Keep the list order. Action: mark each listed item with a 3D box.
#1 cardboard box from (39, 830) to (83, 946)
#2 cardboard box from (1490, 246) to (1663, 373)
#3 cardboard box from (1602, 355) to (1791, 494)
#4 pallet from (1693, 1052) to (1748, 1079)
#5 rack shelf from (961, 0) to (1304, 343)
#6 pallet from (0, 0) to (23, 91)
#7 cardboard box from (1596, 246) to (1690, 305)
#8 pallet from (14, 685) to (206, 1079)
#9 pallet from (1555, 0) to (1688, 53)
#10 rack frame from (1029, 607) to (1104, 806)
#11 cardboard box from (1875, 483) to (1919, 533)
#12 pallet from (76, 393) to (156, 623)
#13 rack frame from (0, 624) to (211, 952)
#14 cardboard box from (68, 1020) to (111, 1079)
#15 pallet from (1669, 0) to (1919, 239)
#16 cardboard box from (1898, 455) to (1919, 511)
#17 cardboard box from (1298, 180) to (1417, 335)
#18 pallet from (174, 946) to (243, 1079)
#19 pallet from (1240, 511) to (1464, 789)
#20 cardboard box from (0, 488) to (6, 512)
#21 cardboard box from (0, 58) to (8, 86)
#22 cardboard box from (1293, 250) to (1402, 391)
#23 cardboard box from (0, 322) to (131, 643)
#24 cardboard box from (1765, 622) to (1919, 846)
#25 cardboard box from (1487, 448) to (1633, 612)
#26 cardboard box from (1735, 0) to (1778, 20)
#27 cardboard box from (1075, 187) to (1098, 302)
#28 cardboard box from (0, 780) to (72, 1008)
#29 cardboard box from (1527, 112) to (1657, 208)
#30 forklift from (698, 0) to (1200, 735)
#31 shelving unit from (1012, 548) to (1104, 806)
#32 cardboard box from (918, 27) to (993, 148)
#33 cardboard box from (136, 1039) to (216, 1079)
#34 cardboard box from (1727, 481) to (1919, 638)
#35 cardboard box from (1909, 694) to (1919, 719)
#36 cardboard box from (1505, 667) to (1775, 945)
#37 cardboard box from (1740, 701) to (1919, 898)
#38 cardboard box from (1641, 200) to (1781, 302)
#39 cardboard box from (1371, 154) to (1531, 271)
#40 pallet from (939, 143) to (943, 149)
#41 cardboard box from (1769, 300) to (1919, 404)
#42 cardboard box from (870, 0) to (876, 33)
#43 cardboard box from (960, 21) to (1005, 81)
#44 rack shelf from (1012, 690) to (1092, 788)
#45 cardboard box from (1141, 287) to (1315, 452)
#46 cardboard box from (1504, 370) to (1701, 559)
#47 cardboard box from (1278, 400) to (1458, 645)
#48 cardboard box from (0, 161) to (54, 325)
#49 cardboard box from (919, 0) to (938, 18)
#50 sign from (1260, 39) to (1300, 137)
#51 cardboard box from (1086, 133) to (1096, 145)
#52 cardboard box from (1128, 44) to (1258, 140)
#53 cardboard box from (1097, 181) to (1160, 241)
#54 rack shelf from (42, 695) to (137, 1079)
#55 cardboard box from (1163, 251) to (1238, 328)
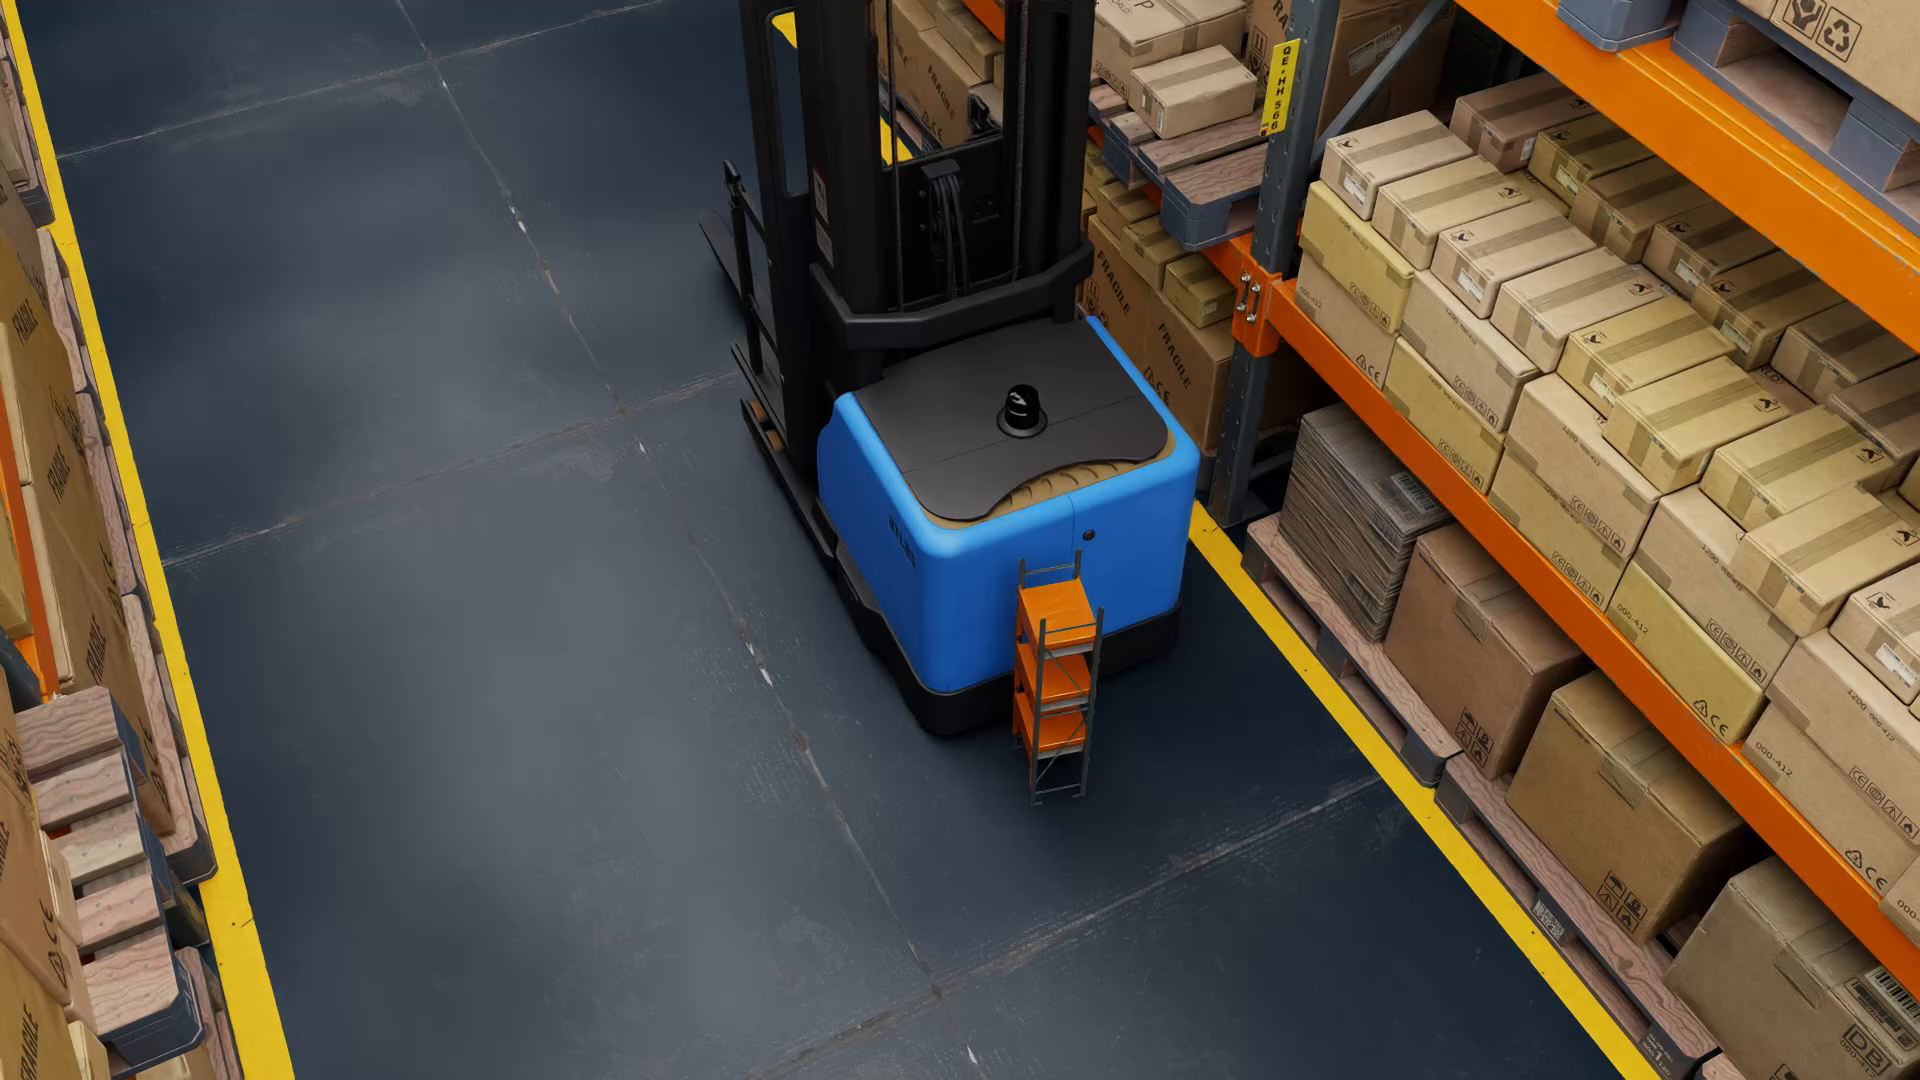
[{"bbox_3d":[-2.239,0.865,3.781,0.380,0.149,0.250,-22,52,-18],"label":"cardboard box"},{"bbox_3d":[1.750,-0.658,4.728,0.380,0.149,0.250,-21,52,-17],"label":"cardboard box"},{"bbox_3d":[1.956,-0.309,4.423,0.380,0.149,0.250,-20,52,-17],"label":"cardboard box"},{"bbox_3d":[2.930,1.878,4.860,1.003,0.211,1.213,-21,52,-18],"label":"pallet"},{"bbox_3d":[0.556,-2.340,7.174,1.077,0.370,4.000,-21,52,-18],"label":"rack shelf"},{"bbox_3d":[-5.611,-2.638,8.810,1.003,0.211,1.213,-21,52,-18],"label":"pallet"},{"bbox_3d":[2.160,-0.807,5.123,0.500,0.250,0.500,-21,52,-17],"label":"cardboard box"},{"bbox_3d":[-2.519,0.978,3.922,1.213,0.211,1.003,-21,52,-18],"label":"pallet"},{"bbox_3d":[1.862,-1.740,4.304,1.213,0.211,1.003,-19,51,-16],"label":"pallet"},{"bbox_3d":[0.341,0.568,5.448,0.200,1.050,0.008,-10,50,-9],"label":"rack frame"},{"bbox_3d":[2.610,-0.131,4.532,0.500,0.250,0.500,-22,52,-18],"label":"cardboard box"},{"bbox_3d":[-3.788,0.023,6.482,1.003,0.211,1.213,-21,52,-18],"label":"pallet"},{"bbox_3d":[-2.940,0.474,4.235,1.000,3.000,0.127,-21,52,-18],"label":"rack frame"},{"bbox_3d":[-1.992,1.215,3.475,0.380,0.149,0.250,-20,52,-17],"label":"cardboard box"},{"bbox_3d":[2.376,-0.992,3.650,1.003,0.211,1.213,-19,51,-16],"label":"pallet"},{"bbox_3d":[2.676,-0.153,4.286,0.380,0.149,0.250,-21,52,-17],"label":"cardboard box"},{"bbox_3d":[1.435,-0.963,5.260,0.500,0.250,0.500,-21,52,-18],"label":"cardboard box"},{"bbox_3d":[-2.584,1.916,4.827,1.003,0.211,1.213,-21,52,-18],"label":"pallet"},{"bbox_3d":[1.814,0.245,6.288,1.003,0.211,1.213,-21,52,-18],"label":"pallet"},{"bbox_3d":[-3.191,-0.228,4.949,0.500,0.250,0.500,-23,53,-19],"label":"cardboard box"},{"bbox_3d":[-5.373,-2.554,8.307,0.875,0.438,0.875,-23,53,-19],"label":"cardboard box"},{"bbox_3d":[1.457,-0.807,5.456,0.500,0.250,0.500,-21,52,-17],"label":"cardboard box"},{"bbox_3d":[-3.587,-0.054,5.829,0.875,0.875,0.875,-21,52,-17],"label":"cardboard box"},{"bbox_3d":[2.379,0.397,4.070,0.500,0.250,0.500,-20,52,-17],"label":"cardboard box"},{"bbox_3d":[1.925,-0.127,4.860,0.500,0.250,0.500,-23,53,-19],"label":"cardboard box"},{"bbox_3d":[1.906,-1.557,3.607,0.700,0.500,0.500,-22,52,-18],"label":"cardboard box"},{"bbox_3d":[0.625,-1.450,7.300,0.500,0.500,0.500,-19,52,-16],"label":"cardboard box"},{"bbox_3d":[-2.239,0.756,3.446,0.500,0.500,0.500,-22,52,-18],"label":"cardboard box"},{"bbox_3d":[2.020,-1.200,5.202,0.380,0.149,0.250,-20,52,-17],"label":"cardboard box"},{"bbox_3d":[-0.264,-1.395,5.916,1.130,2.935,3.031,-19,52,-16],"label":"forklift"},{"bbox_3d":[0.313,0.479,5.526,0.215,1.050,0.252,-10,50,-9],"label":"shelving unit"},{"bbox_3d":[0.139,-2.141,7.904,0.500,0.500,0.500,-23,53,-19],"label":"cardboard box"},{"bbox_3d":[-2.690,1.583,4.732,0.950,0.372,0.625,-24,53,-20],"label":"cardboard box"},{"bbox_3d":[2.147,0.045,4.113,0.380,0.149,0.250,-22,53,-18],"label":"cardboard box"},{"bbox_3d":[2.447,0.365,3.833,0.380,0.149,0.250,-22,52,-18],"label":"cardboard box"},{"bbox_3d":[2.359,0.713,5.325,0.875,0.625,0.625,-23,53,-19],"label":"cardboard box"},{"bbox_3d":[2.404,0.564,4.256,0.500,0.250,0.500,-21,52,-17],"label":"cardboard box"},{"bbox_3d":[2.258,-0.865,4.909,0.380,0.149,0.250,-22,52,-18],"label":"cardboard box"},{"bbox_3d":[1.479,-0.991,5.020,0.380,0.149,0.250,-20,52,-17],"label":"cardboard box"},{"bbox_3d":[0.609,-1.648,7.944,1.003,0.211,1.213,-21,52,-18],"label":"pallet"},{"bbox_3d":[2.497,-0.525,4.612,0.380,0.149,0.250,-22,52,-18],"label":"cardboard box"},{"bbox_3d":[-0.337,-2.829,8.506,0.500,0.500,0.500,-19,52,-16],"label":"cardboard box"},{"bbox_3d":[0.222,-2.260,7.577,0.380,0.149,0.250,-19,52,-16],"label":"cardboard box"},{"bbox_3d":[0.313,0.669,5.743,0.215,0.259,0.240,-10,50,-9],"label":"rack shelf"},{"bbox_3d":[1.087,-0.762,6.698,0.500,0.500,0.500,-20,52,-16],"label":"cardboard box"},{"bbox_3d":[1.909,-0.280,4.662,0.500,0.250,0.500,-22,53,-18],"label":"cardboard box"},{"bbox_3d":[1.745,-0.172,6.099,0.875,0.625,0.625,-20,52,-16],"label":"cardboard box"},{"bbox_3d":[-4.416,-1.254,6.879,0.875,0.875,0.875,-20,52,-16],"label":"cardboard box"},{"bbox_3d":[0.029,-2.607,7.881,0.380,0.149,0.250,-22,52,-18],"label":"cardboard box"},{"bbox_3d":[0.993,-1.400,5.157,0.100,0.325,0.005,-21,52,-18],"label":"sign"},{"bbox_3d":[0.592,-1.733,7.116,0.380,0.149,0.250,-22,52,-18],"label":"cardboard box"},{"bbox_3d":[0.830,-1.601,5.938,0.380,0.149,0.250,-20,52,-17],"label":"cardboard box"},{"bbox_3d":[0.787,-1.373,6.802,0.380,0.149,0.250,-23,53,-19],"label":"cardboard box"},{"bbox_3d":[-2.025,2.050,3.335,1.077,0.370,4.000,-21,52,-18],"label":"rack shelf"},{"bbox_3d":[1.020,-1.010,6.484,0.380,0.149,0.250,-24,53,-19],"label":"cardboard box"}]
